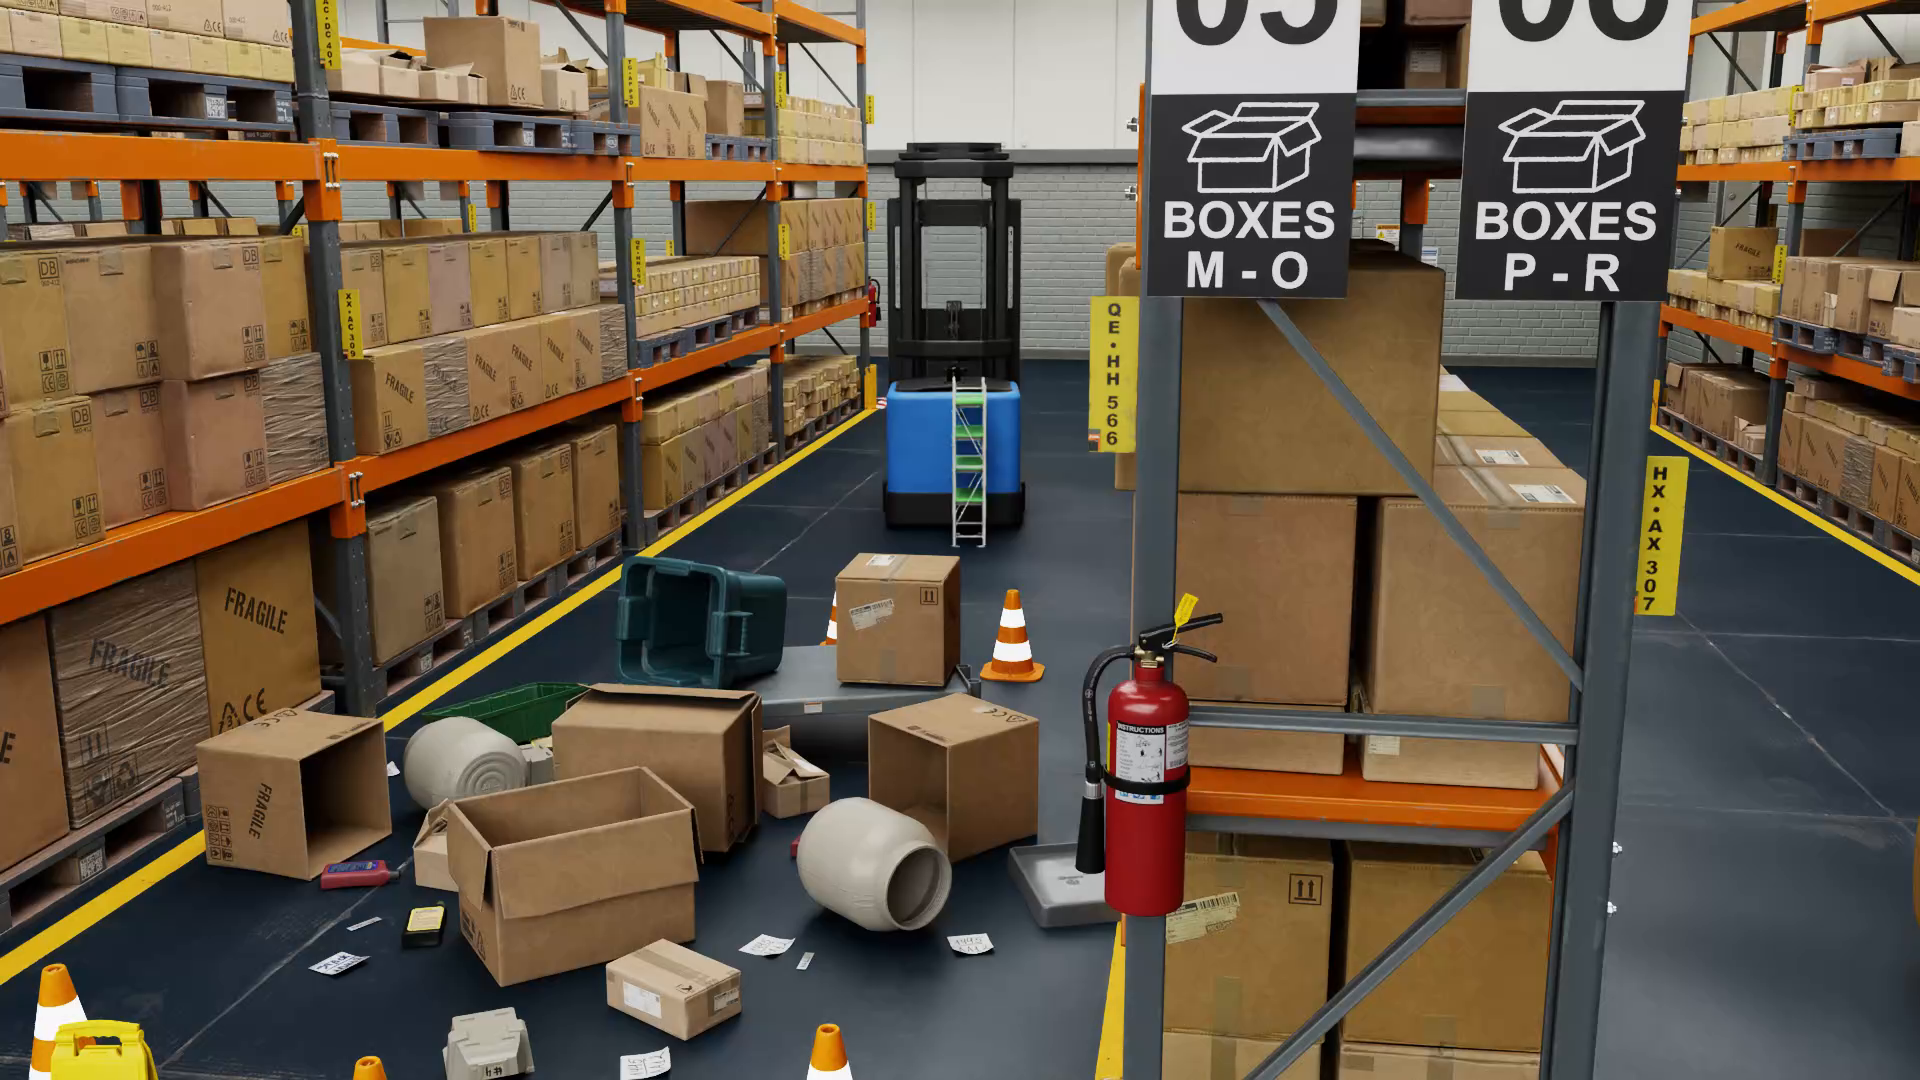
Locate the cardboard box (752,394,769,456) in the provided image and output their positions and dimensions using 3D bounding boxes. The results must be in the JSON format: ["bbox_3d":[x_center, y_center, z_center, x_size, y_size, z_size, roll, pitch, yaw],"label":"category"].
[{"bbox_3d":[-2.060,-1.060,15.229,0.500,0.500,0.500,2,12,8],"label":"cardboard box"}]

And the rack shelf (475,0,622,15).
[{"bbox_3d":[-3.118,-3.376,9.453,1.077,0.370,4.000,2,12,9],"label":"rack shelf"}]

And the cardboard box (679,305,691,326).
[{"bbox_3d":[-2.381,-1.799,13.322,0.380,0.149,0.250,2,12,11],"label":"cardboard box"}]

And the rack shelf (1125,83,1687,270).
[{"bbox_3d":[1.174,-1.133,5.217,1.077,0.370,4.000,2,12,9],"label":"rack shelf"}]

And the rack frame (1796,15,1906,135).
[{"bbox_3d":[7.617,-4.872,13.742,1.000,3.000,0.127,2,12,9],"label":"rack frame"}]

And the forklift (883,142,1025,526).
[{"bbox_3d":[-0.049,-1.803,13.904,1.130,2.935,3.031,0,12,0],"label":"forklift"}]

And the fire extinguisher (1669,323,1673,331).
[{"bbox_3d":[7.798,-2.598,18.496,0.296,0.674,0.183,2,12,9],"label":"fire extinguisher"}]

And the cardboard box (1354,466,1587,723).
[{"bbox_3d":[1.213,0.114,3.899,0.500,0.500,0.500,2,12,8],"label":"cardboard box"}]

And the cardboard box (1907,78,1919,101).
[{"bbox_3d":[6.962,-3.192,11.766,0.380,0.149,0.250,2,12,9],"label":"cardboard box"}]

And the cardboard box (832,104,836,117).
[{"bbox_3d":[-1.546,-4.614,17.888,0.380,0.149,0.250,2,12,7],"label":"cardboard box"}]

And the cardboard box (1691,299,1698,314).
[{"bbox_3d":[7.811,-2.429,17.241,0.380,0.149,0.250,2,12,10],"label":"cardboard box"}]

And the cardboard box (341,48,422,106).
[{"bbox_3d":[-3.373,-2.623,9.400,0.500,0.311,0.500,1,12,7],"label":"cardboard box"}]

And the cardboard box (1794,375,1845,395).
[{"bbox_3d":[7.359,-1.317,14.178,0.380,0.149,0.250,2,12,8],"label":"cardboard box"}]

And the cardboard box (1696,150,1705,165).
[{"bbox_3d":[7.742,-3.900,16.947,0.380,0.149,0.250,2,12,10],"label":"cardboard box"}]

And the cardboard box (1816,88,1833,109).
[{"bbox_3d":[7.086,-3.526,13.268,0.380,0.149,0.250,2,12,8],"label":"cardboard box"}]

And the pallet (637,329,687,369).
[{"bbox_3d":[-2.806,-1.464,12.624,1.213,0.211,1.003,2,12,9],"label":"pallet"}]

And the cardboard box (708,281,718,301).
[{"bbox_3d":[-2.260,-2.103,14.026,0.380,0.149,0.250,2,12,9],"label":"cardboard box"}]

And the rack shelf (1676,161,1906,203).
[{"bbox_3d":[7.924,-3.471,16.065,1.077,0.370,4.000,2,12,9],"label":"rack shelf"}]

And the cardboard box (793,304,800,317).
[{"bbox_3d":[-1.825,-2.334,16.802,0.380,0.149,0.250,1,12,6],"label":"cardboard box"}]

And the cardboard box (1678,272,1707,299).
[{"bbox_3d":[7.819,-2.654,17.337,0.500,0.250,0.500,2,12,9],"label":"cardboard box"}]

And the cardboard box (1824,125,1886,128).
[{"bbox_3d":[7.162,-3.379,13.296,0.380,0.149,0.250,2,12,9],"label":"cardboard box"}]

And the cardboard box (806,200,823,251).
[{"bbox_3d":[-1.712,-3.220,17.000,0.500,0.500,0.500,2,12,10],"label":"cardboard box"}]

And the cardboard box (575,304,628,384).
[{"bbox_3d":[-2.614,-1.353,11.413,0.500,0.500,0.500,2,12,9],"label":"cardboard box"}]

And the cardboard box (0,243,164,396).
[{"bbox_3d":[-3.705,-0.873,6.505,0.875,0.550,0.550,2,12,9],"label":"cardboard box"}]

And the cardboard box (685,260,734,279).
[{"bbox_3d":[-2.186,-2.358,14.503,0.380,0.149,0.250,2,12,8],"label":"cardboard box"}]

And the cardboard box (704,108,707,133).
[{"bbox_3d":[-2.538,-3.691,14.594,0.500,0.311,0.500,2,12,8],"label":"cardboard box"}]

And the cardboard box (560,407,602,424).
[{"bbox_3d":[-2.964,-0.907,12.739,0.500,0.250,0.500,2,12,7],"label":"cardboard box"}]

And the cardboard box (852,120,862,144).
[{"bbox_3d":[-1.399,-4.605,18.791,0.500,0.250,0.500,1,12,7],"label":"cardboard box"}]

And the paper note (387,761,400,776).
[{"bbox_3d":[-2.634,1.047,7.563,0.147,0.020,0.142,-7,14,-30],"label":"paper note"}]

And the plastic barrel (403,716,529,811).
[{"bbox_3d":[-2.084,0.972,6.981,0.421,0.421,0.512,-10,16,-40],"label":"plastic barrel"}]

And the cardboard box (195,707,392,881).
[{"bbox_3d":[-2.650,1.003,6.645,0.500,0.500,0.500,4,13,18],"label":"cardboard box"}]

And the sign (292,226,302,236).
[{"bbox_3d":[-6.543,-2.933,16.420,0.100,0.325,0.005,2,12,9],"label":"sign"}]

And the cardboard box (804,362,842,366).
[{"bbox_3d":[-1.523,-1.895,18.527,0.380,0.149,0.250,1,12,6],"label":"cardboard box"}]

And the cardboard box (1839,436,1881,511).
[{"bbox_3d":[7.081,-0.507,12.662,0.500,0.500,0.500,1,12,7],"label":"cardboard box"}]

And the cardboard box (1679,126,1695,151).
[{"bbox_3d":[7.894,-4.227,17.518,0.500,0.250,0.500,2,12,8],"label":"cardboard box"}]

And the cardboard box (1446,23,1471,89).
[{"bbox_3d":[1.238,-1.004,3.507,0.380,0.149,0.250,2,12,9],"label":"cardboard box"}]

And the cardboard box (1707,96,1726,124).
[{"bbox_3d":[7.755,-4.261,16.487,0.500,0.250,0.500,2,12,8],"label":"cardboard box"}]

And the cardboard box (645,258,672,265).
[{"bbox_3d":[-2.789,-2.434,14.854,0.380,0.149,0.250,2,12,9],"label":"cardboard box"}]

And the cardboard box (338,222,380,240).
[{"bbox_3d":[-6.595,-3.162,17.914,0.500,0.500,0.500,1,12,7],"label":"cardboard box"}]

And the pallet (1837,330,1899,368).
[{"bbox_3d":[7.296,-1.418,12.409,1.003,0.211,1.213,2,12,9],"label":"pallet"}]

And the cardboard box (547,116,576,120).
[{"bbox_3d":[-2.974,-3.049,12.163,0.500,0.500,0.500,2,12,9],"label":"cardboard box"}]

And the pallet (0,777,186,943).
[{"bbox_3d":[-3.805,1.200,6.425,1.003,0.211,1.213,2,12,9],"label":"pallet"}]

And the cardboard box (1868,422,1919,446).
[{"bbox_3d":[7.059,-0.794,12.452,0.380,0.149,0.250,1,12,6],"label":"cardboard box"}]

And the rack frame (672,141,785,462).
[{"bbox_3d":[-2.195,-2.239,15.763,1.000,3.000,0.127,2,12,9],"label":"rack frame"}]

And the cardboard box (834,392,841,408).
[{"bbox_3d":[-1.522,-1.551,18.341,0.380,0.149,0.250,1,12,6],"label":"cardboard box"}]

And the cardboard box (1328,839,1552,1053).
[{"bbox_3d":[1.266,1.007,4.452,0.500,0.500,0.500,1,12,7],"label":"cardboard box"}]

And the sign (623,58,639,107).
[{"bbox_3d":[-2.263,-3.144,11.429,0.100,0.325,0.005,2,12,9],"label":"sign"}]

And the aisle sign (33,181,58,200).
[{"bbox_3d":[-11.642,-4.709,21.055,0.394,0.787,0.004,2,12,9],"label":"aisle sign"}]

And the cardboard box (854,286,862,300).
[{"bbox_3d":[-1.351,-2.872,19.296,0.380,0.149,0.250,2,12,9],"label":"cardboard box"}]

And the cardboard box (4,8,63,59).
[{"bbox_3d":[-3.399,-1.768,5.817,0.380,0.149,0.250,2,12,8],"label":"cardboard box"}]

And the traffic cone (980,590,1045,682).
[{"bbox_3d":[0.289,0.502,9.064,0.336,0.463,0.334,2,12,9],"label":"traffic cone"}]

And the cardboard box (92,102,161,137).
[{"bbox_3d":[-7.403,-3.736,14.348,0.797,0.503,0.637,2,12,8],"label":"cardboard box"}]

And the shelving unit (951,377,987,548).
[{"bbox_3d":[0.067,-0.582,12.346,0.258,1.200,0.503,0,12,0],"label":"shelving unit"}]

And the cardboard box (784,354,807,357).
[{"bbox_3d":[-1.996,-2.076,19.365,0.380,0.149,0.250,1,12,6],"label":"cardboard box"}]

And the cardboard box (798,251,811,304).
[{"bbox_3d":[-1.801,-2.632,16.641,0.500,0.500,0.500,2,12,9],"label":"cardboard box"}]

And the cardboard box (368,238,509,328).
[{"bbox_3d":[-3.121,-1.532,9.873,0.700,0.500,0.500,2,12,8],"label":"cardboard box"}]

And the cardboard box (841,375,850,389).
[{"bbox_3d":[-1.457,-1.801,18.797,0.380,0.149,0.250,1,12,6],"label":"cardboard box"}]
